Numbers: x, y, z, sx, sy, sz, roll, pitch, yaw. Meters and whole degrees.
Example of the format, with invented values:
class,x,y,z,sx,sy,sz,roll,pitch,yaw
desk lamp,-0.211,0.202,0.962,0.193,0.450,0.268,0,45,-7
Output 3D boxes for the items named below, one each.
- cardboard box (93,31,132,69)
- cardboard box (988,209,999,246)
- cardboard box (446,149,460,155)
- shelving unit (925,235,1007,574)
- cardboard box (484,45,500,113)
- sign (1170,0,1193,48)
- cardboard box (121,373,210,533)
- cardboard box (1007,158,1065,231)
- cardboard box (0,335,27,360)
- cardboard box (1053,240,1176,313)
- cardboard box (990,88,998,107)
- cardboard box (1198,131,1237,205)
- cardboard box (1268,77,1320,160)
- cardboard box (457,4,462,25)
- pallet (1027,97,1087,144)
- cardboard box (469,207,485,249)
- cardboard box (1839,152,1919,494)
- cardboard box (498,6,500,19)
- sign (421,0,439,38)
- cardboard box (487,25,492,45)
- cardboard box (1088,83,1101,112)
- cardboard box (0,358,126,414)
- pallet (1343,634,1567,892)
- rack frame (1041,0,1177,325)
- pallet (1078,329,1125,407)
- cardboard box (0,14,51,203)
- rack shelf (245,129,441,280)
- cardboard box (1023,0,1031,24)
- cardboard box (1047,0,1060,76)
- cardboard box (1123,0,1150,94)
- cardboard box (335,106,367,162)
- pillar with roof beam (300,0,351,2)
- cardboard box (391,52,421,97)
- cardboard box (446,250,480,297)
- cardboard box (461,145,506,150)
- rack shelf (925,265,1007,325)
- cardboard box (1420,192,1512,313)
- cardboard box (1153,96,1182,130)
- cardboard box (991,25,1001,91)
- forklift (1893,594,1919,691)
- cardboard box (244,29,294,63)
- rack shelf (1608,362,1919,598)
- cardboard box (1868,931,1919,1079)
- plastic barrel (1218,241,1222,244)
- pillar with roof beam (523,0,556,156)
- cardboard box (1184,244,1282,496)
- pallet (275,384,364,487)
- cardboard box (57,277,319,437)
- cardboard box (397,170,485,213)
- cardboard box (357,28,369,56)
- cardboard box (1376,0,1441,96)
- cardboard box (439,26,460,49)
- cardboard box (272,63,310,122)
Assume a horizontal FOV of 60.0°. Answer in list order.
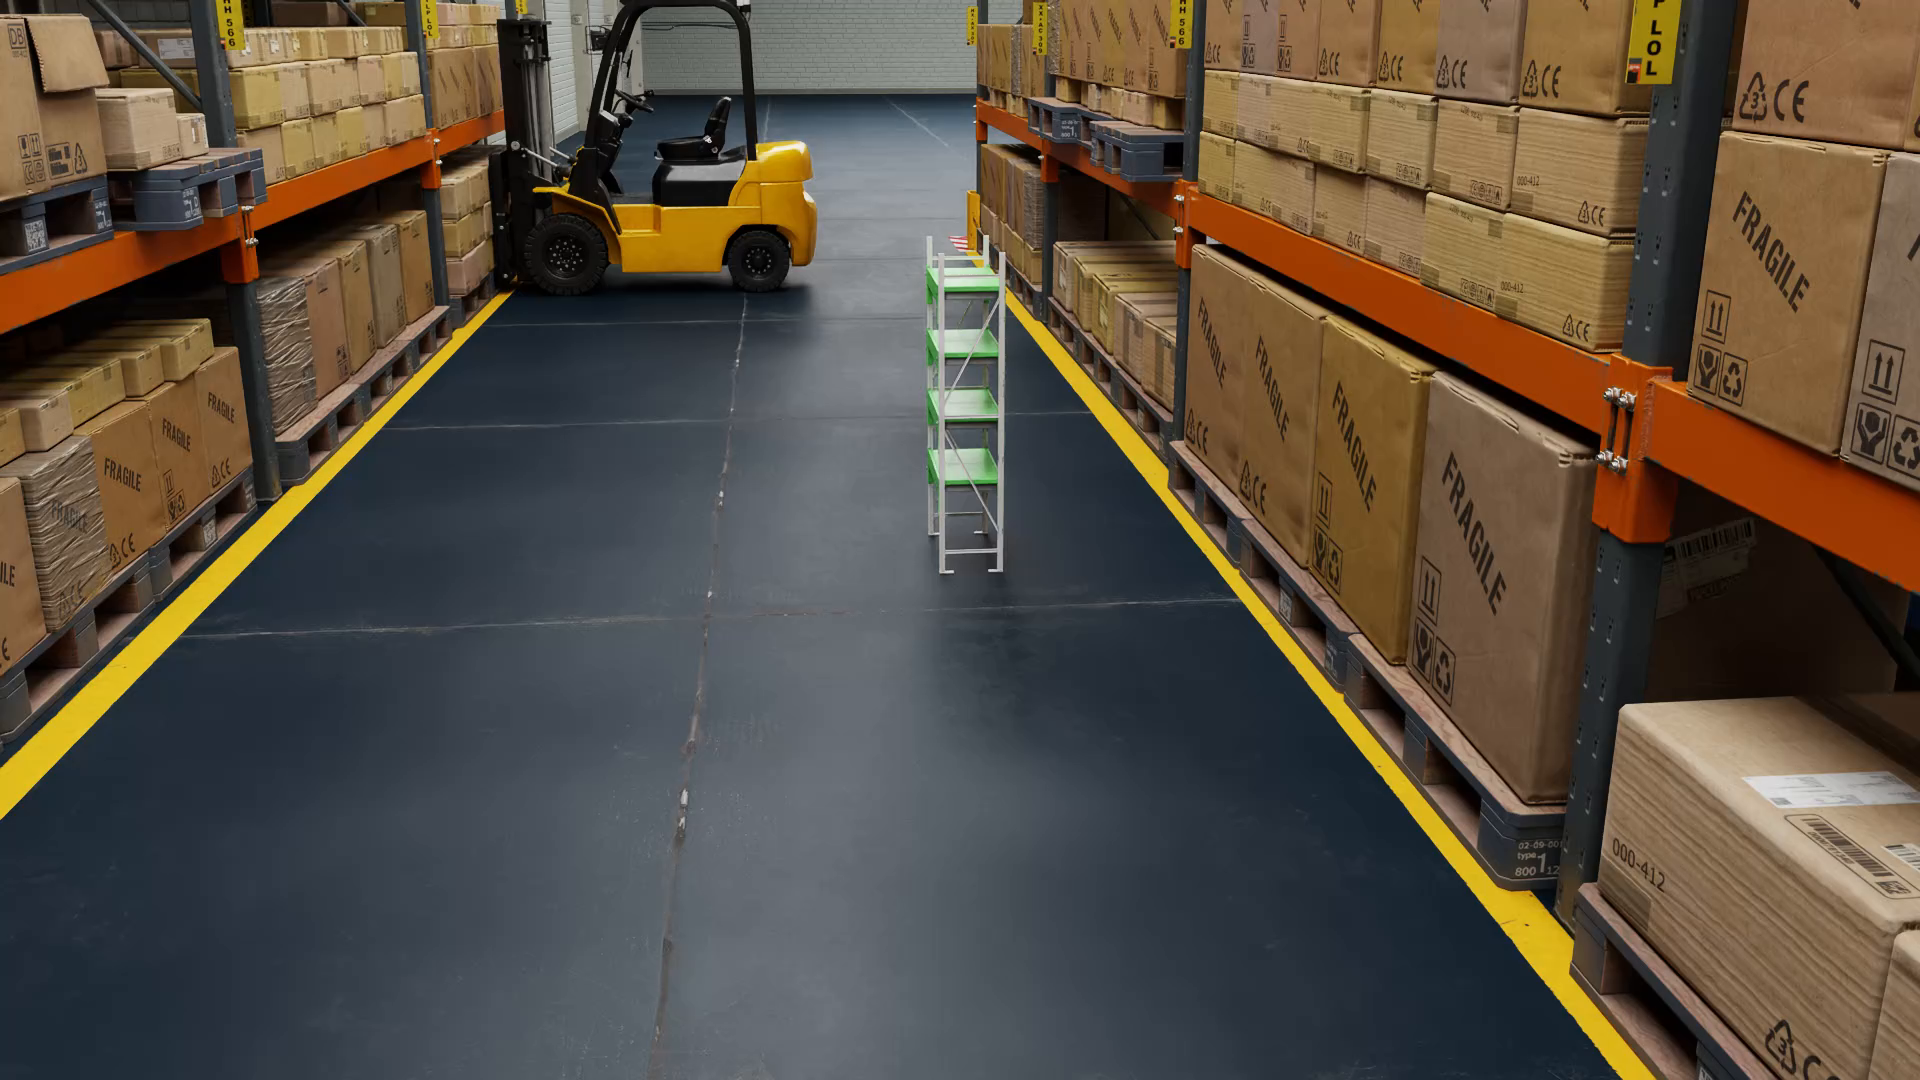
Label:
class,x,y,z,sx,sy,sz,roll,pitch,yaw
cardboard box,-3.695,-2.038,6.911,0.380,0.149,0.250,-1,17,-4
cardboard box,0.505,-2.615,13.889,0.500,0.250,0.500,-1,17,-4
cardboard box,-4.369,-3.041,13.577,0.500,0.250,0.500,-2,18,-6
shelving unit,0.017,-0.523,6.340,0.258,1.200,0.503,-2,18,-6
cardboard box,-3.876,-3.575,12.891,0.500,0.500,0.500,-2,18,-7
sign,0.938,-2.240,7.002,0.100,0.325,0.005,-2,18,-6
cardboard box,-3.161,-0.329,6.190,0.500,0.500,0.500,-2,18,-6
cardboard box,0.628,-2.654,12.761,0.500,0.500,0.500,-1,17,-3
cardboard box,-3.716,-0.662,6.168,0.380,0.149,0.250,-1,17,-4
cardboard box,1.121,-1.727,10.855,0.950,0.372,0.625,-2,17,-5
cardboard box,0.448,-3.667,13.770,0.380,0.149,0.250,-2,17,-5
cardboard box,1.277,-1.519,6.760,0.500,0.250,0.500,-2,18,-7
cardboard box,1.375,-1.450,5.704,0.500,0.250,0.500,-2,18,-6
cardboard box,-3.866,-3.840,12.155,0.380,0.149,0.250,-2,18,-5
pallet,0.998,-2.613,10.311,1.003,0.211,1.213,-2,18,-6
cardboard box,-3.669,-2.213,11.772,0.500,0.250,0.500,-2,18,-6
cardboard box,1.725,-0.303,2.466,0.500,0.500,0.500,-2,18,-5
cardboard box,-3.982,-4.300,13.619,0.380,0.149,0.250,-2,18,-6
sign,-3.334,-3.316,10.431,0.100,0.325,0.005,-2,18,-6
cardboard box,-3.860,-3.929,12.936,0.380,0.149,0.250,-2,18,-7
cardboard box,0.914,-2.453,9.202,0.380,0.149,0.250,-1,17,-4
cardboard box,-3.133,-0.528,5.740,0.380,0.149,0.250,-1,17,-4
pallet,1.735,0.550,4.573,1.003,0.211,1.213,-2,18,-6
rack frame,1.064,-2.936,11.022,1.000,3.000,0.127,-2,18,-6
pallet,1.275,-1.010,9.541,1.003,0.211,1.213,-2,18,-6
cardboard box,-3.009,-1.186,4.578,0.700,0.500,0.500,-2,18,-6
rack shelf,-3.666,-1.843,8.740,1.077,0.370,4.000,-2,18,-6
cardboard box,0.921,-4.649,14.146,0.700,0.500,0.500,-2,18,-7
cardboard box,0.827,-3.178,10.427,0.500,0.500,0.500,-1,17,-4
cardboard box,1.089,-2.415,7.997,0.500,0.500,0.500,-2,18,-7
cardboard box,-3.422,-2.116,8.660,0.500,0.250,0.500,-1,17,-4
pillar with roof beam,-0.828,-6.734,13.102,9.100,9.000,0.400,-2,18,-6
cardboard box,-3.568,-2.810,10.037,0.500,0.250,0.500,-2,18,-7
cardboard box,-3.593,-1.825,11.371,0.500,0.250,0.500,-2,18,-5
cardboard box,-3.928,-3.212,14.119,0.500,0.250,0.500,-1,17,-4
rack shelf,0.017,-0.920,6.216,0.258,0.148,0.480,-2,18,-6
cardboard box,1.541,-0.759,4.337,0.500,0.250,0.500,-2,18,-6
cardboard box,1.109,-1.993,7.736,0.380,0.149,0.250,-2,17,-5
cardboard box,0.535,-3.862,13.307,0.500,0.500,0.500,-2,18,-7
forklift,3.087,-1.188,5.569,1.130,2.935,3.031,-3,18,-9
cardboard box,-3.320,-2.284,7.695,0.380,0.149,0.250,-2,17,-5
rack shelf,2.096,0.386,1.640,1.077,0.370,4.000,-2,18,-6
cardboard box,1.940,0.926,2.295,0.875,0.438,0.875,-2,18,-7
plastic barrel,2.371,-2.330,13.393,0.512,0.421,0.421,11,21,32
pillar with roof beam,-2.066,-10.309,24.490,9.100,9.000,0.400,-2,18,-6
cardboard box,1.465,-0.723,6.818,0.875,0.875,0.875,-2,18,-6
pallet,-3.506,-0.506,7.937,1.003,0.211,1.213,-2,18,-6
cardboard box,-3.511,-0.844,7.620,0.875,0.625,0.625,-1,17,-4
cardboard box,-3.653,-2.454,11.706,0.500,0.250,0.500,-2,18,-6
cardboard box,-3.475,-2.739,9.144,0.380,0.149,0.250,-2,18,-7
cardboard box,1.500,-1.509,4.638,0.500,0.500,0.500,-1,17,-4
cardboard box,-3.678,-3.472,11.478,0.380,0.149,0.250,-1,17,-4
cardboard box,-3.313,-2.046,7.602,0.500,0.250,0.500,-1,17,-4
